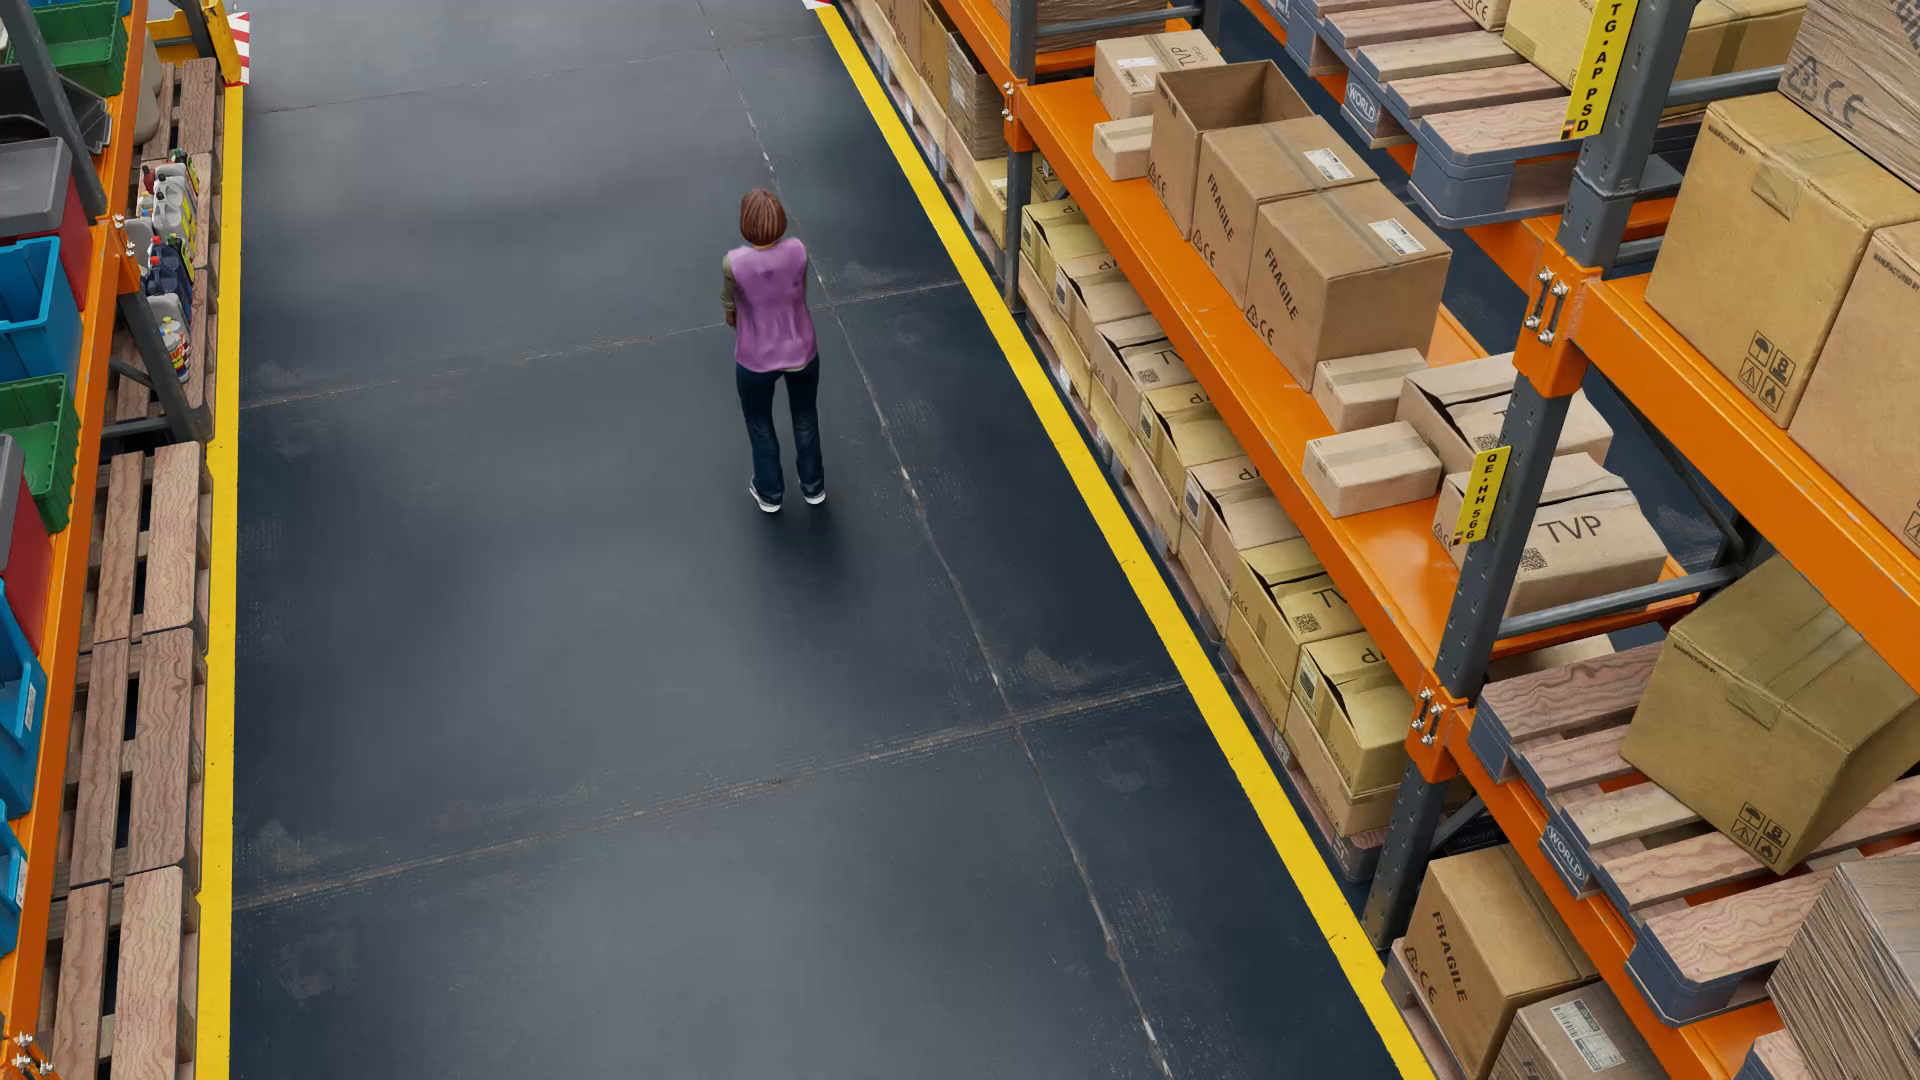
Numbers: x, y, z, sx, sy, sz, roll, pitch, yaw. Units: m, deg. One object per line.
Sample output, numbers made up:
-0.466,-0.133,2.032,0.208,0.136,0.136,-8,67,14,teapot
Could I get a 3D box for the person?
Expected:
-0.805,-0.834,7.071,0.375,1.599,0.497,-12,44,-13,person
